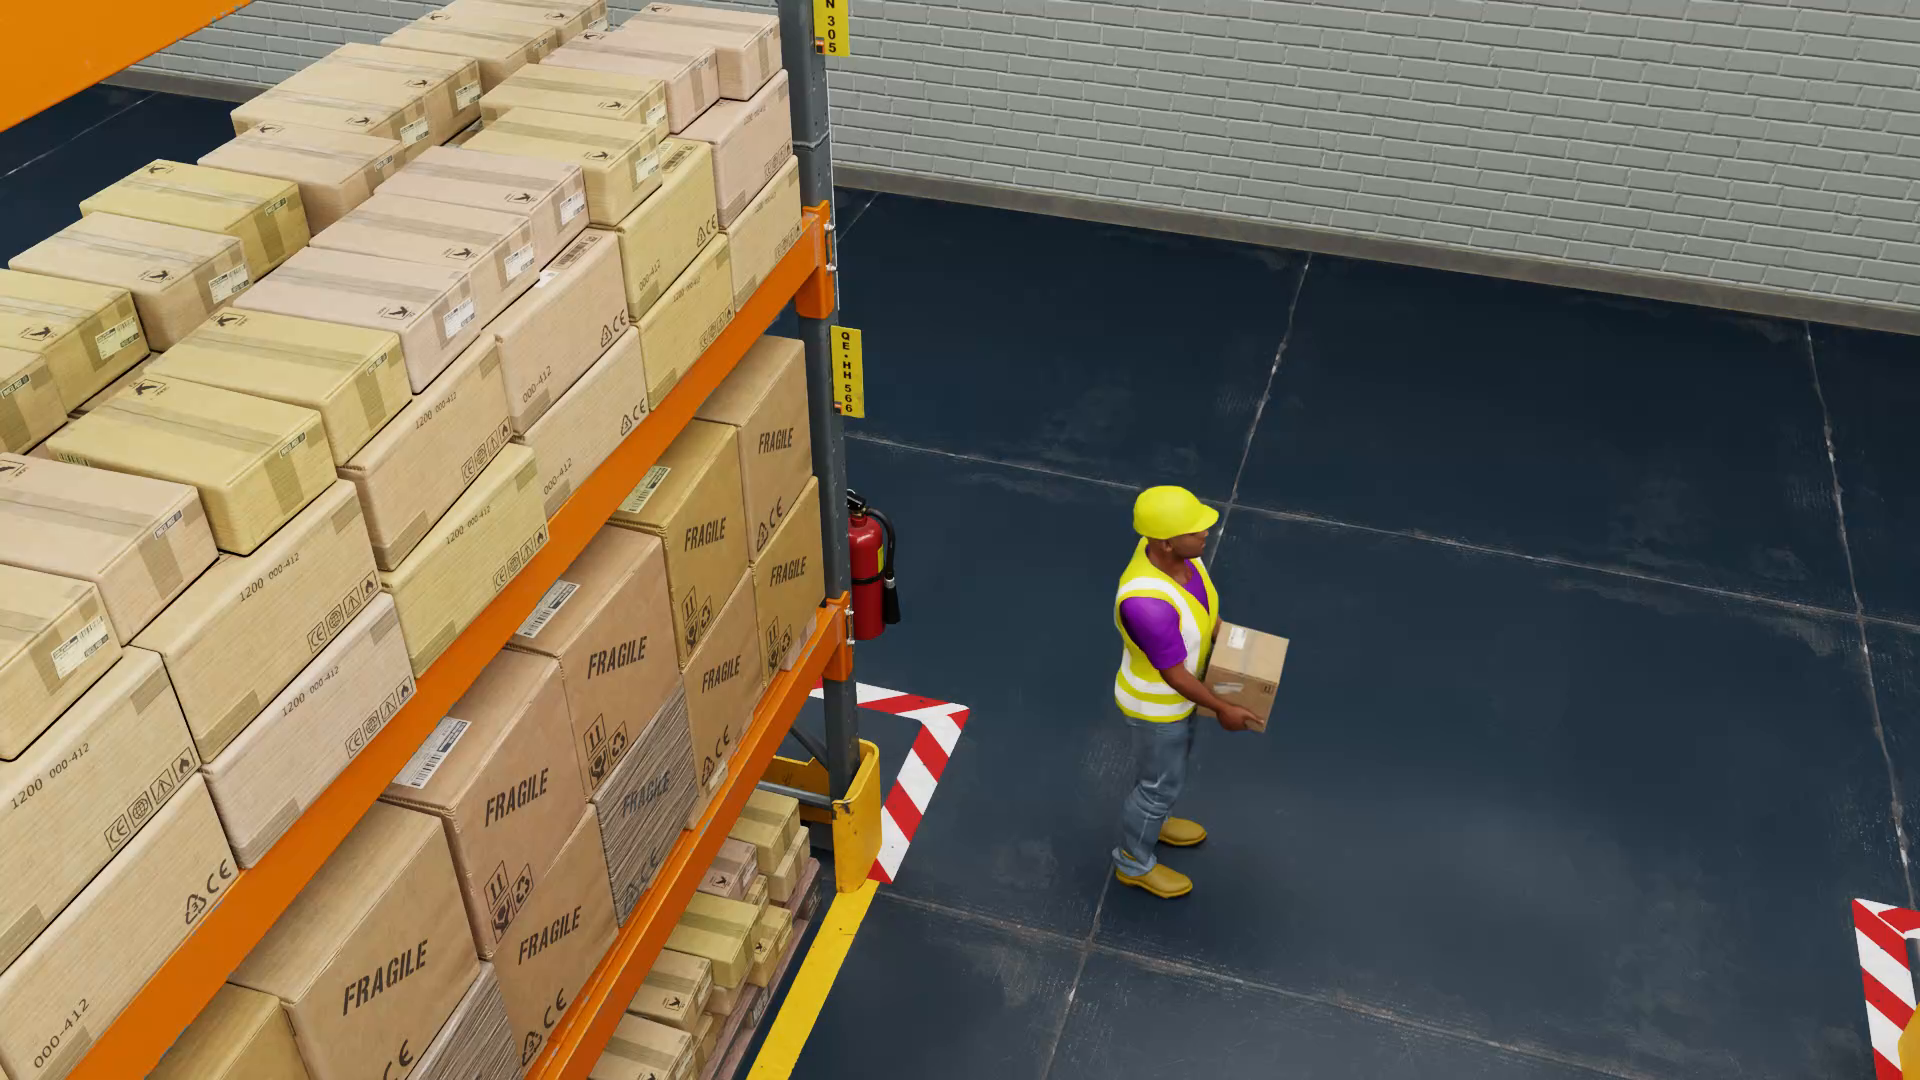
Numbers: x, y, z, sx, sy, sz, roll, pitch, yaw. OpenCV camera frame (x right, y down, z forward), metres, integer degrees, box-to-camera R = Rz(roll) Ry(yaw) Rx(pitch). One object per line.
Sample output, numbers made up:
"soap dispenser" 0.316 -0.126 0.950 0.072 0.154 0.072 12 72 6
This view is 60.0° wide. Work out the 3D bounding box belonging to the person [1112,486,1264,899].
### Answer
"person" 0.849 0.566 6.117 0.573 1.767 0.521 11 38 14
